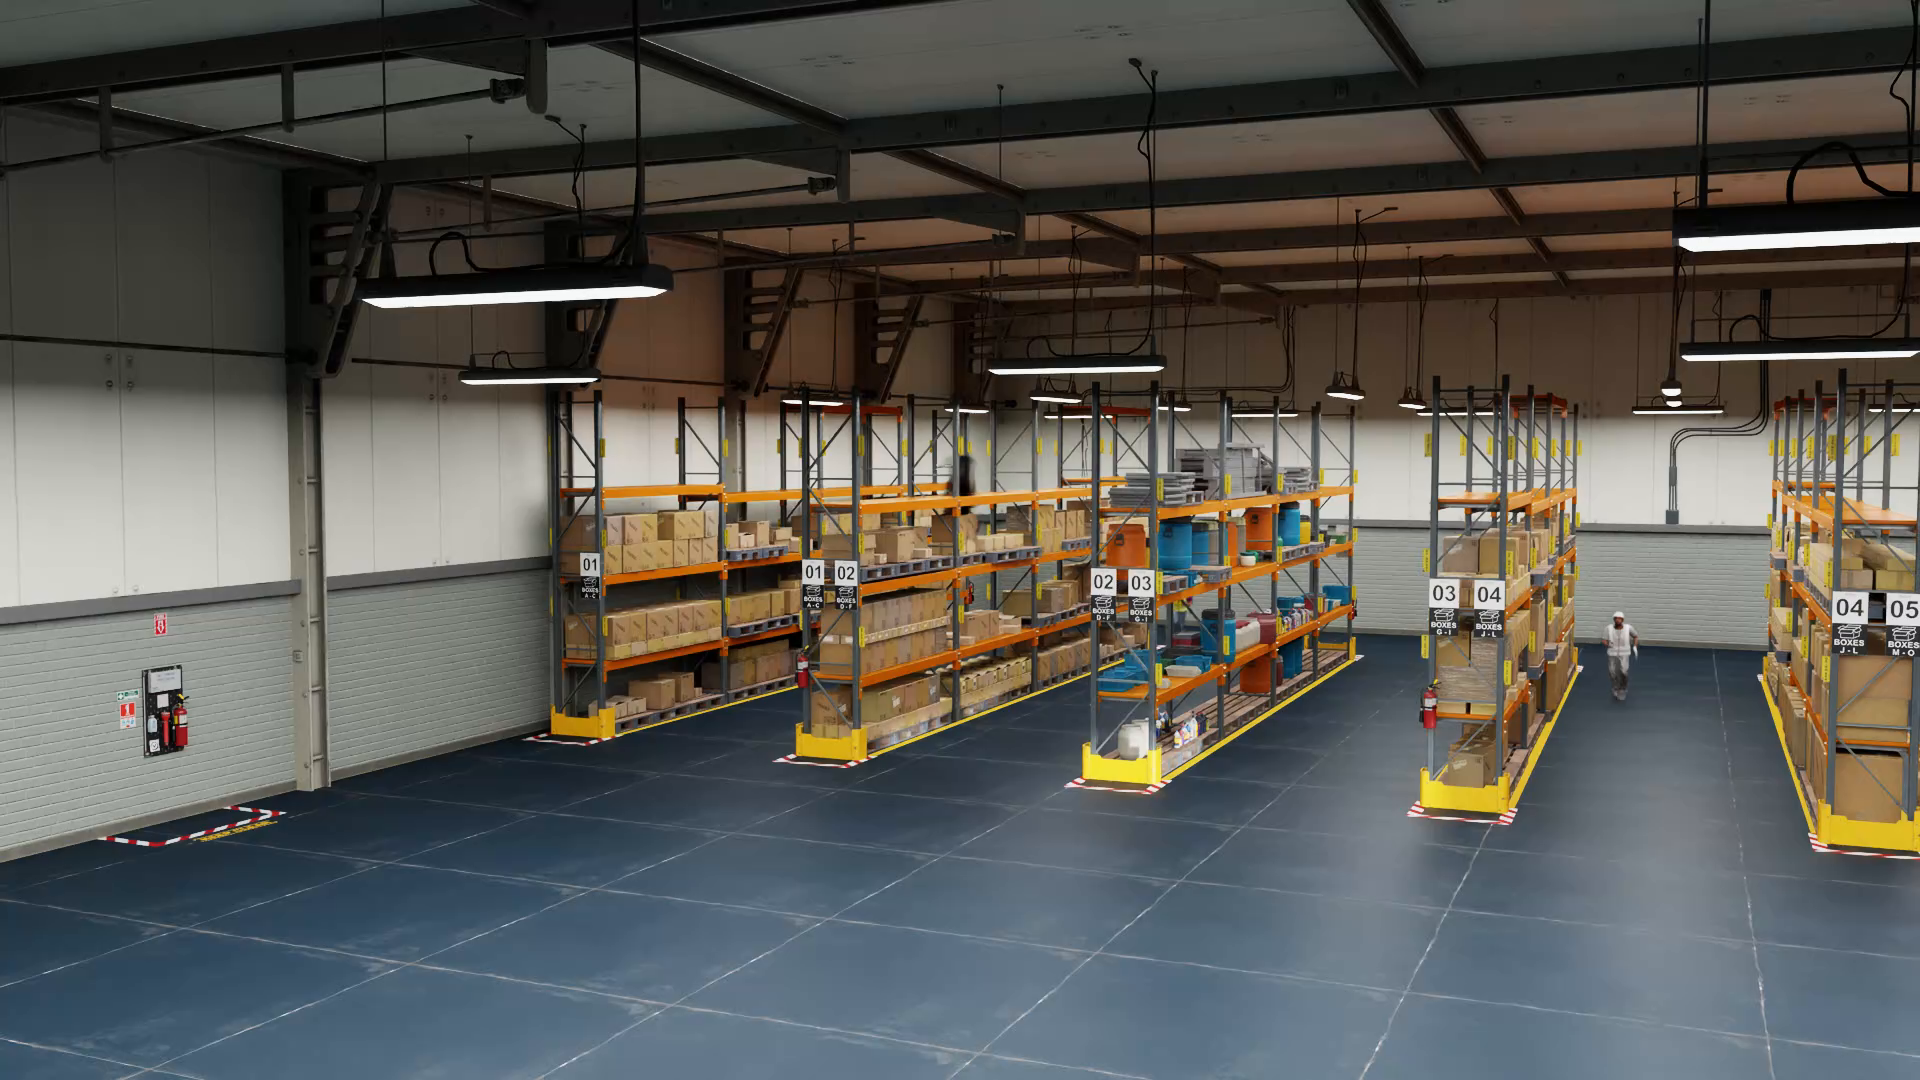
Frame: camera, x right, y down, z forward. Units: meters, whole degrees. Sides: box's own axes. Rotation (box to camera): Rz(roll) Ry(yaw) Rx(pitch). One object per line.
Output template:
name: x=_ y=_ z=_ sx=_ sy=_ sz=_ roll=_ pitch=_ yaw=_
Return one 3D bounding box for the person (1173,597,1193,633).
person: x=5.574 y=1.860 z=42.360 sx=0.741 sy=1.716 sz=1.027 roll=1 pitch=3 yaw=11

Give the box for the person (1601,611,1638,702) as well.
person: x=13.032 y=2.299 z=32.877 sx=0.665 sy=1.784 sz=0.785 roll=1 pitch=3 yaw=24
